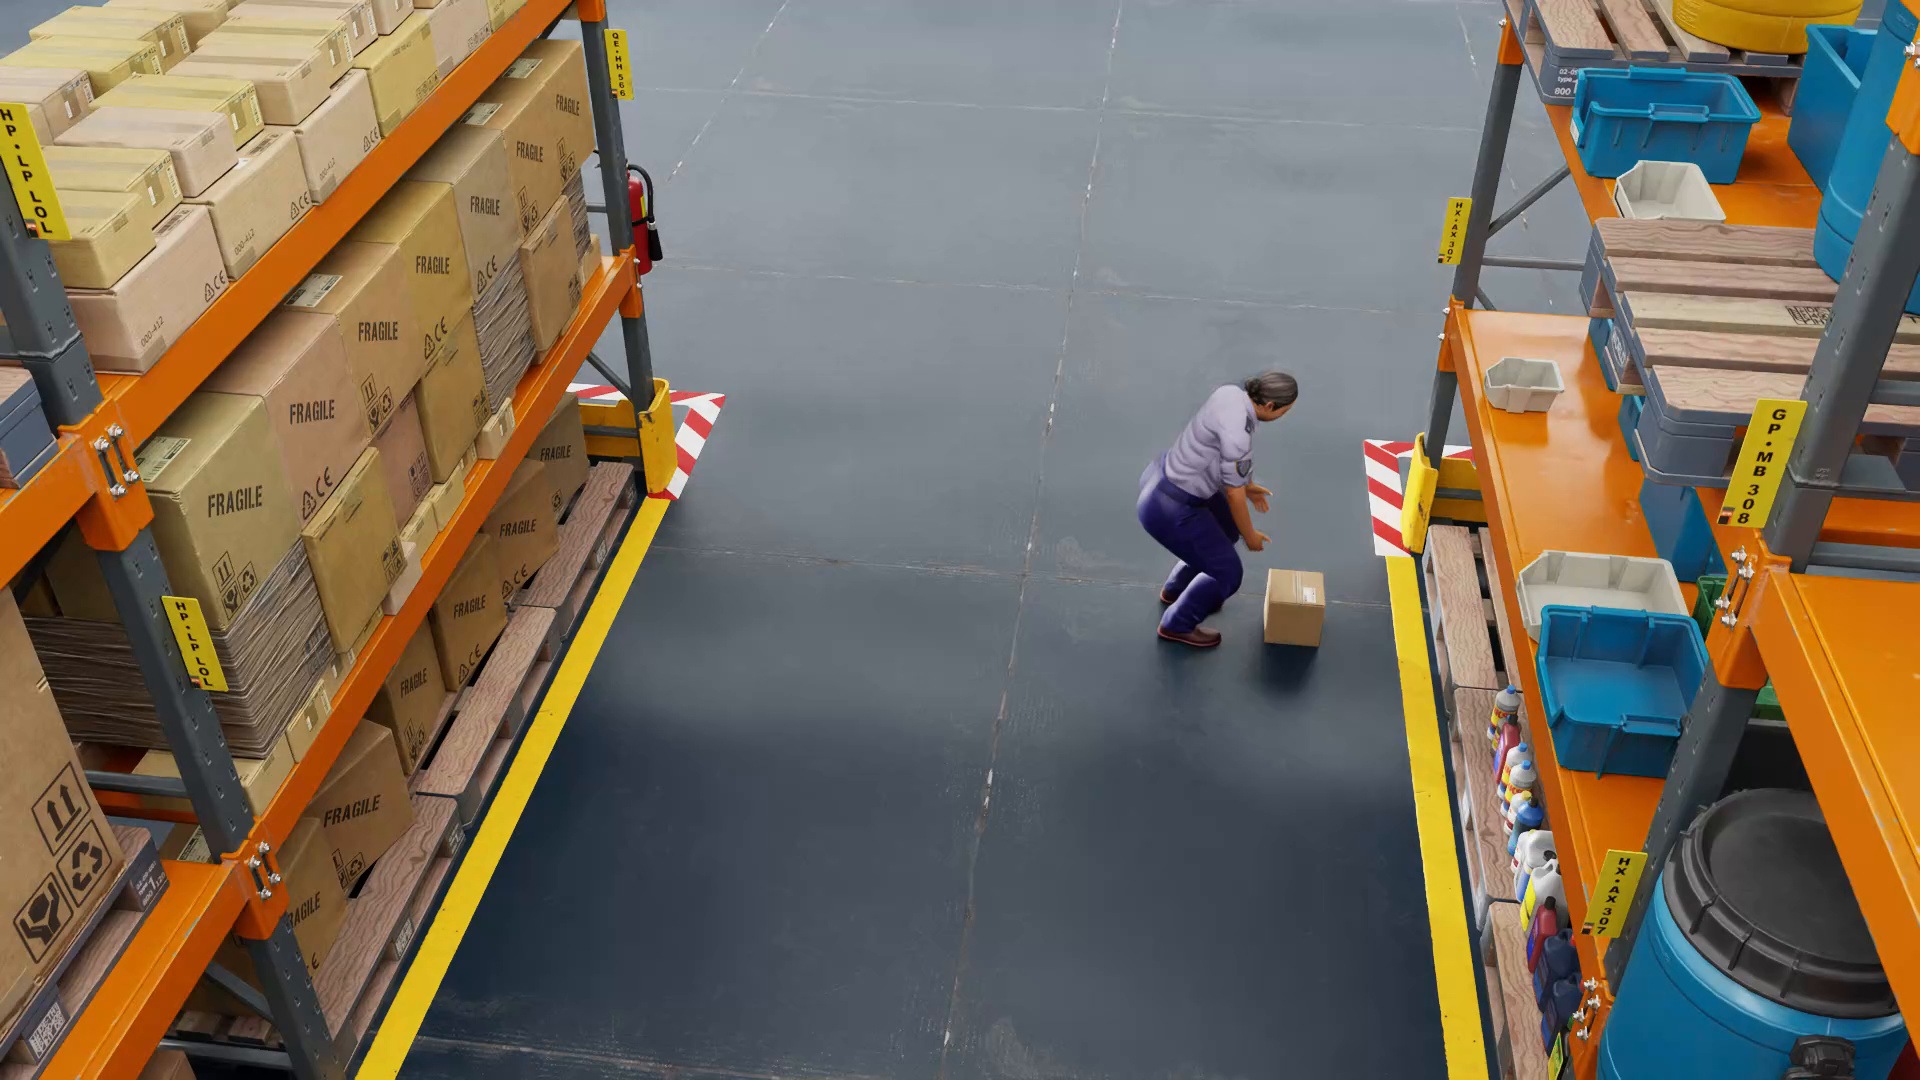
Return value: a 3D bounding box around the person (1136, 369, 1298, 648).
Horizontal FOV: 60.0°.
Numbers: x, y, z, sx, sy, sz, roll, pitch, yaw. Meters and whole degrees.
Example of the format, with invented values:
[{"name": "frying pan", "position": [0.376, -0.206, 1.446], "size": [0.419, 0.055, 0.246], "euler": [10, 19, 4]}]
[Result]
[{"name": "person", "position": [1.132, -0.184, 7.545], "size": [0.655, 1.368, 0.534], "euler": [5, 37, 6]}]
